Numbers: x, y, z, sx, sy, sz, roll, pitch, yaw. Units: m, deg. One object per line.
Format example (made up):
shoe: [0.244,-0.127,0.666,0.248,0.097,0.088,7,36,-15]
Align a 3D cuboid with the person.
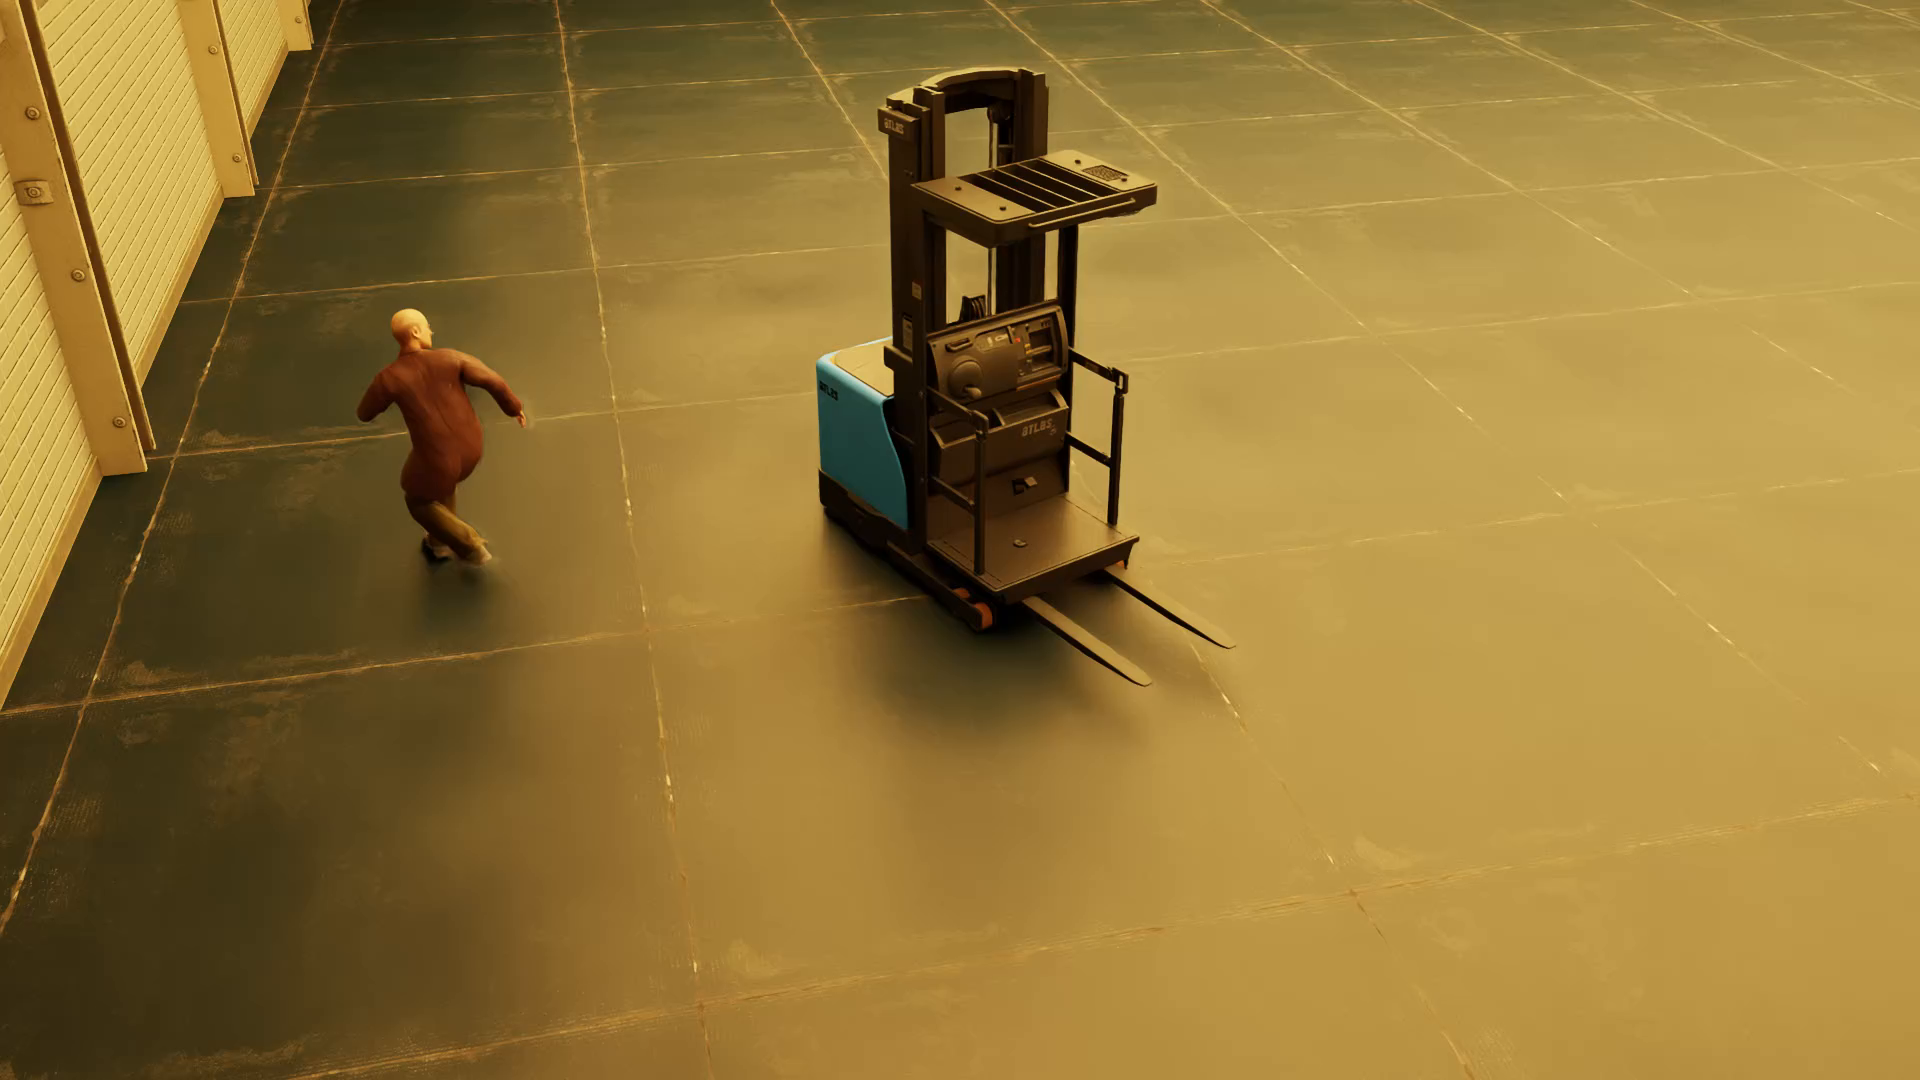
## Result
person: [-3.087,-0.638,9.979,0.926,1.647,0.911,-21,36,-31]

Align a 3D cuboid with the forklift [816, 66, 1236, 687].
forklift: [0.355,-1.021,9.338,1.130,2.935,3.031,-20,35,-30]
